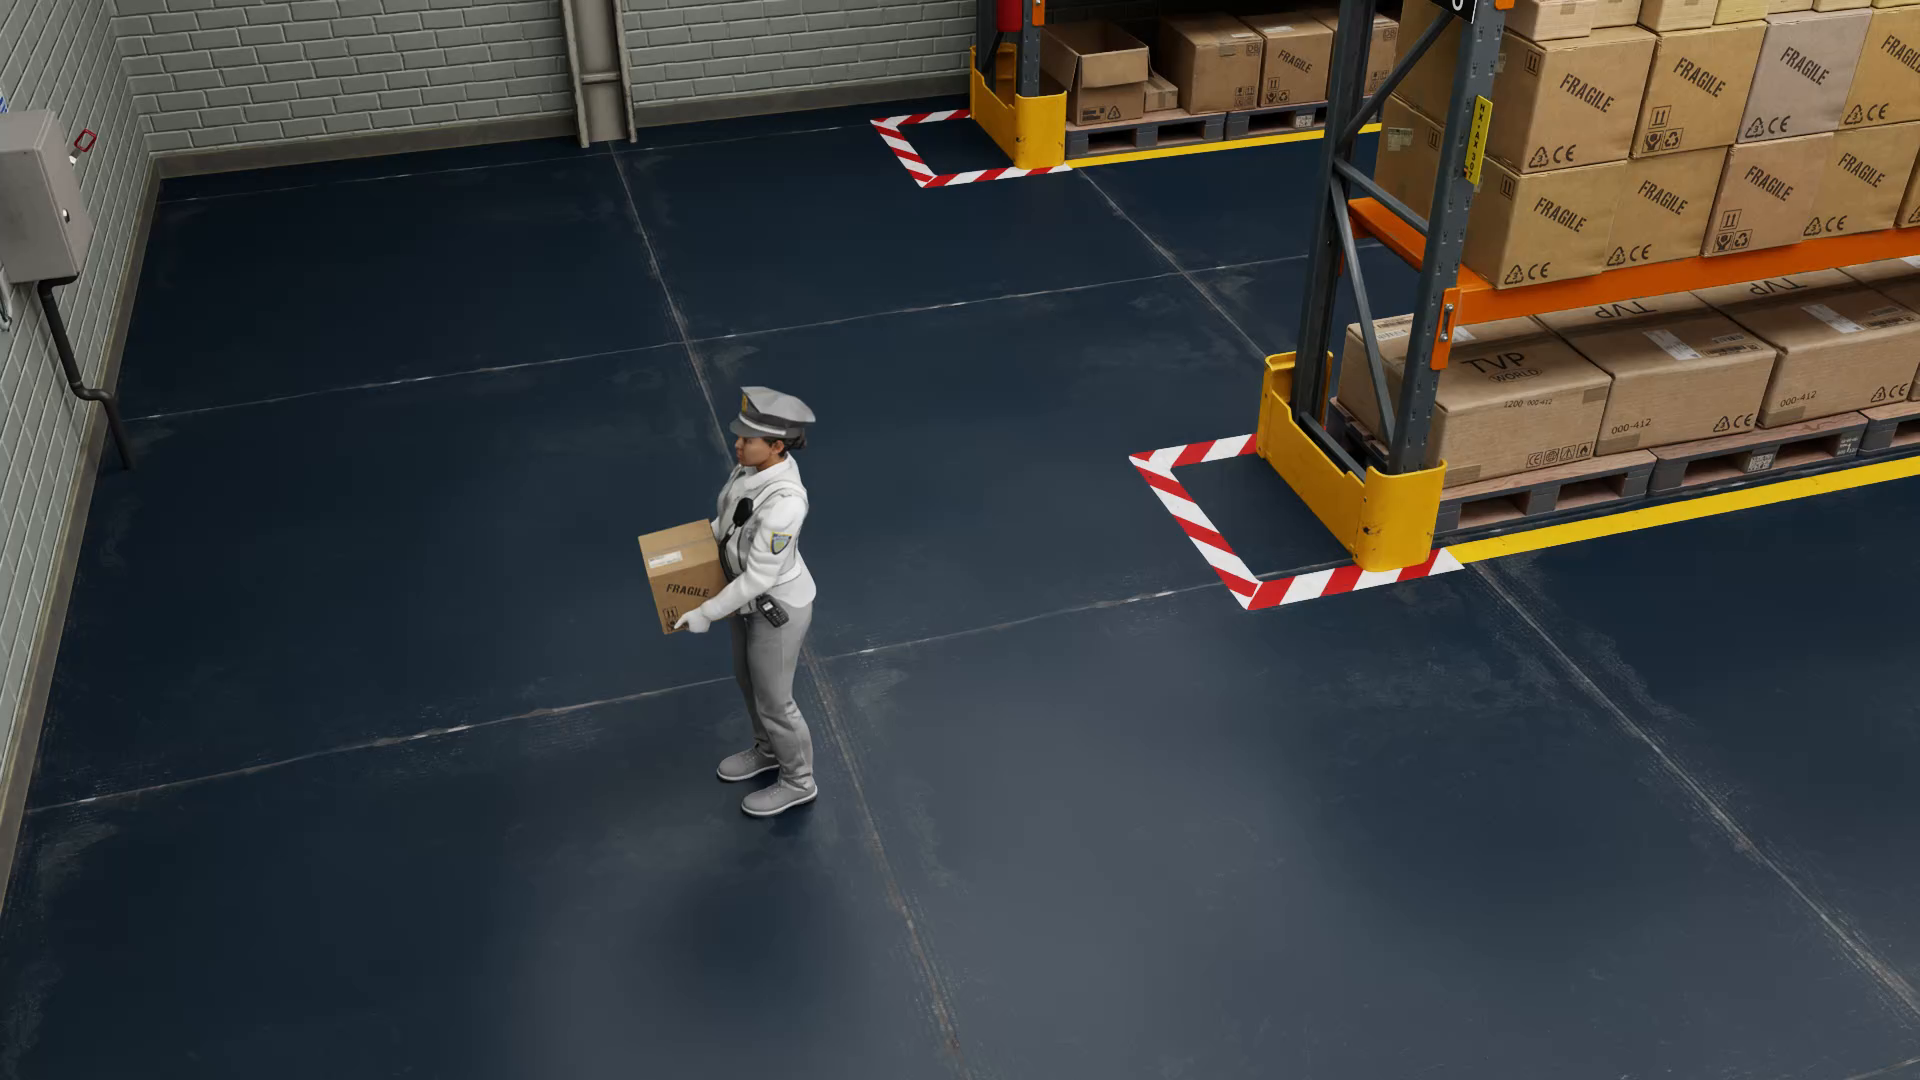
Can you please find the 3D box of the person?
[{"bbox_3d":[-0.742,0.226,5.791,0.540,1.689,0.460,-10,35,-14],"label":"person"}]
